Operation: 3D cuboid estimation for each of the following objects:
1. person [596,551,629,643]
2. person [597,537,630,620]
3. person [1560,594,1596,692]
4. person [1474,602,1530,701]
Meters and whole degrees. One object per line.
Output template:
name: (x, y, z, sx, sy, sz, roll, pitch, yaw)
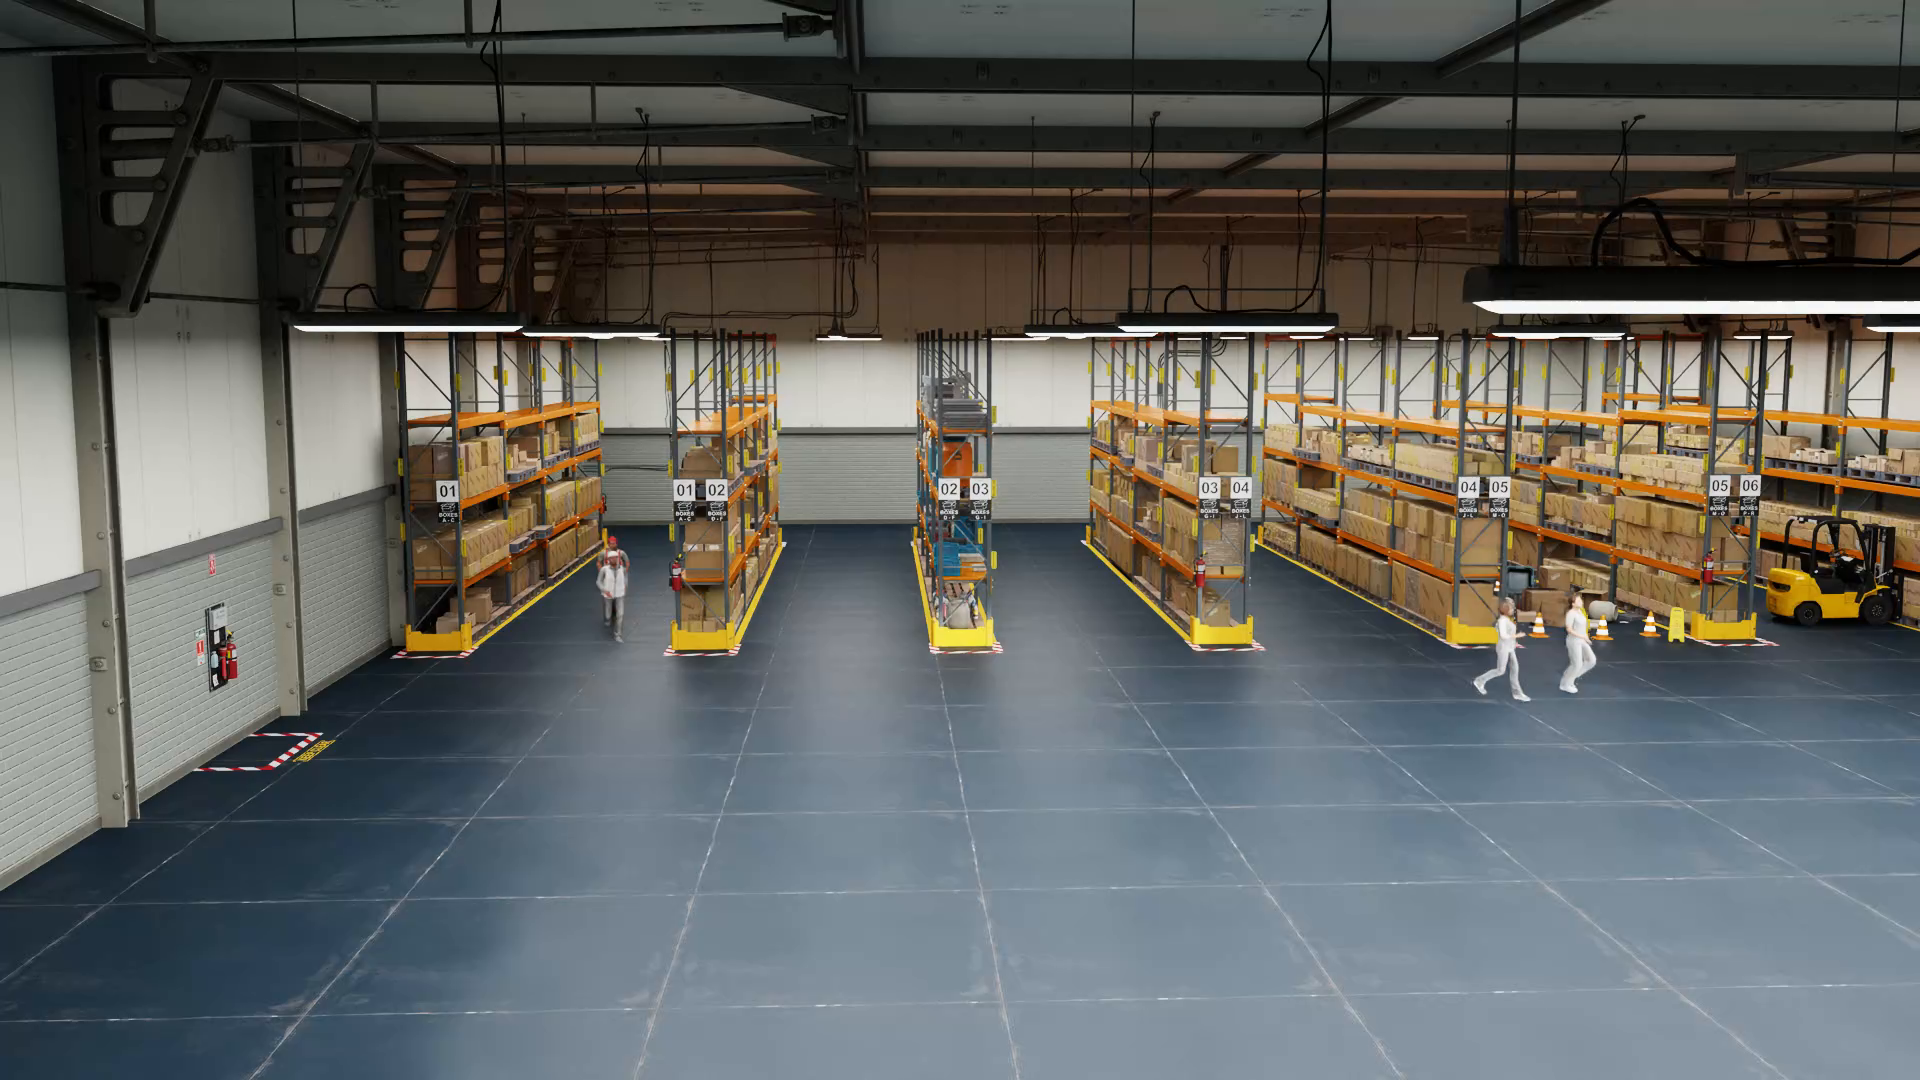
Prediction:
person: (-6.727, 1.085, 32.270, 0.643, 1.759, 0.996, -2, 7, -18)
person: (-7.165, 0.799, 34.429, 0.668, 1.749, 0.583, -1, 7, -12)
person: (10.165, 1.700, 27.358, 0.537, 1.622, 0.578, 6, 9, 42)
person: (8.739, 1.823, 26.735, 0.879, 1.491, 0.544, 4, 8, 30)
